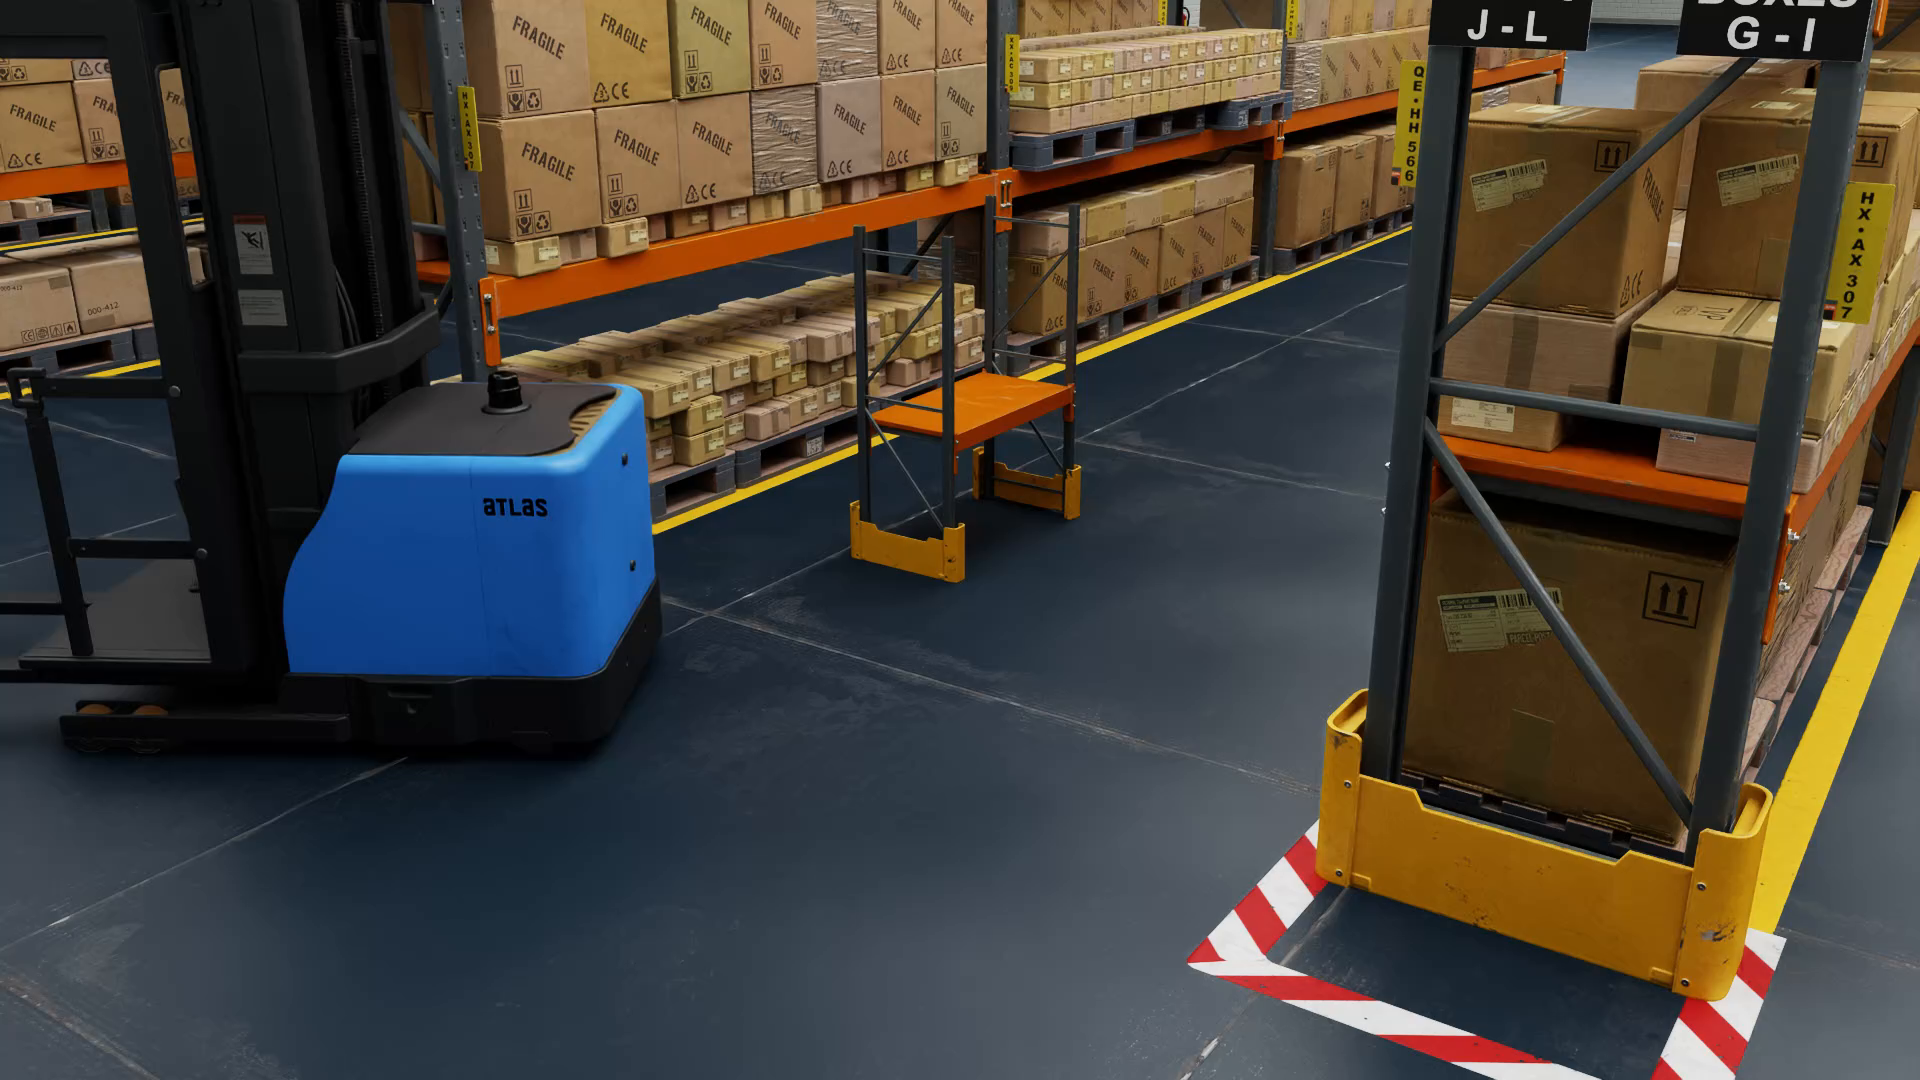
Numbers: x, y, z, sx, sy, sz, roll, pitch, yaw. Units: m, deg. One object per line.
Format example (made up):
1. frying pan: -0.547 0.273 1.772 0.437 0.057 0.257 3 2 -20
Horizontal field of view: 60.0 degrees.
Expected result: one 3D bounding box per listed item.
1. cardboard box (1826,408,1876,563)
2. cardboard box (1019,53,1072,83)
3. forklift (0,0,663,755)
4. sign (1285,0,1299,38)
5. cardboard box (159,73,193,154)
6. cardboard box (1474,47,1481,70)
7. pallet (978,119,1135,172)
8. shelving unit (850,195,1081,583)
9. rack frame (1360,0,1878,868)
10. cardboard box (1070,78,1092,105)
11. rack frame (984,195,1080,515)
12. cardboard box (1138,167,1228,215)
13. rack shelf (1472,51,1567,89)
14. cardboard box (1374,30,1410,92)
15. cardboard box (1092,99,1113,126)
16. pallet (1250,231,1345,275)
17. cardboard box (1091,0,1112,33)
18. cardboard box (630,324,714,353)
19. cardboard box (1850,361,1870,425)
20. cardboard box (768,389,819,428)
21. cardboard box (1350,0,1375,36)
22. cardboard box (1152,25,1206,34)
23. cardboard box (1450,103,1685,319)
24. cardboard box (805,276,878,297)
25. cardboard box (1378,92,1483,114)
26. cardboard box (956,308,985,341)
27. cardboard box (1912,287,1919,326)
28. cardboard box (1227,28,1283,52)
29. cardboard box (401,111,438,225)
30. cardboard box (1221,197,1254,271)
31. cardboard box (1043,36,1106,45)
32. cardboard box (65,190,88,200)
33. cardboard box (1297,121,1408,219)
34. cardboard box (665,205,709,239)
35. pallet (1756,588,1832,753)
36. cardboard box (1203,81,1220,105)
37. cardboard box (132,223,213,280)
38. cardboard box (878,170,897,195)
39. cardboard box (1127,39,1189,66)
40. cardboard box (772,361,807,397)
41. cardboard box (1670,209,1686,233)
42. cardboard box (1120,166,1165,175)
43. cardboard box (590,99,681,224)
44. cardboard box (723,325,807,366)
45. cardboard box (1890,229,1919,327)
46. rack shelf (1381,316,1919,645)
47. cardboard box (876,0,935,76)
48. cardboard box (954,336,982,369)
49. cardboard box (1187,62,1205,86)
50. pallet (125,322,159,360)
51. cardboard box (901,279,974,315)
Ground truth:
1. cardboard box: 3.457 -0.511 7.279 0.875 0.875 0.875 13 24 32
2. cardboard box: 0.451 -2.862 10.077 0.380 0.149 0.250 15 25 35
3. forklift: -2.706 -0.815 5.743 3.031 2.935 1.130 1 20 2
4. sign: 2.551 -4.031 12.783 0.100 0.325 0.005 13 24 32
5. cardboard box: -5.213 -2.838 10.968 0.500 0.500 0.500 14 25 34
6. cardboard box: 4.834 -5.116 17.057 0.875 0.550 0.550 13 24 32
7. pallet: 0.399 -2.581 10.696 1.003 0.211 1.213 13 24 32
8. shelving unit: 0.043 -0.725 7.564 0.587 1.500 1.083 13 24 32
9. rack frame: 1.645 -0.336 4.351 1.000 3.000 0.127 13 24 32
10. cardboard box: 0.595 -2.797 10.331 0.380 0.149 0.250 13 24 31
11. rack frame: 0.334 -0.874 7.965 0.500 1.500 0.032 13 24 32
12. cardboard box: 1.655 -2.610 12.414 0.500 0.250 0.500 14 24 33
13. rack shelf: 5.470 -5.012 18.028 1.077 0.370 4.000 13 24 32
14. cardboard box: 3.706 -4.331 15.005 0.500 0.500 0.500 14 24 32
15. cardboard box: 0.745 -2.734 10.590 0.380 0.149 0.250 13 24 32
16. pallet: 2.603 -2.532 14.305 1.003 0.211 1.213 13 24 32
17. cardboard box: 1.497 -6.409 20.196 0.500 0.500 0.500 14 24 32
18. cardboard box: -1.540 -1.037 8.890 0.380 0.149 0.250 12 24 30
19. cardboard box: 2.550 -0.479 5.097 0.380 0.149 0.250 13 24 31
20. cardboard box: -0.982 -0.727 8.910 0.380 0.149 0.250 13 24 32
21. cardboard box: 3.215 -4.710 14.590 0.700 0.500 0.500 13 24 31
22. cardboard box: 1.675 -3.890 12.857 0.380 0.149 0.250 13 24 32
23. cardboard box: 1.702 -0.948 4.711 0.500 0.500 0.500 14 24 32
24. cardboard box: -0.720 -1.493 10.125 0.380 0.149 0.250 15 25 34
25. cardboard box: 4.757 -4.143 17.099 0.875 0.875 0.875 14 24 33
26. cardboard box: -0.065 -1.327 10.105 0.380 0.149 0.250 14 24 33
27. cardboard box: 3.415 -0.919 6.289 0.380 0.149 0.250 14 24 33
28. cardboard box: 2.201 -3.756 12.495 0.380 0.149 0.250 12 24 30
29. cardboard box: -2.360 -1.698 7.459 0.500 0.500 0.500 14 24 33
30. cardboard box: 1.944 -2.413 12.962 0.500 0.500 0.500 13 24 32
31. cardboard box: 0.797 -3.443 11.649 0.380 0.149 0.250 13 24 31
32. cardboard box: -8.378 -3.607 16.190 0.500 0.500 0.500 13 24 32
33. cardboard box: 3.526 -3.446 15.394 1.050 0.750 0.750 13 24 32
34. cardboard box: -1.437 -1.566 8.037 0.380 0.149 0.250 13 24 31
35. pallet: 2.717 0.378 6.438 1.003 0.211 1.213 13 24 32
36. cardboard box: 1.622 -3.183 11.803 0.380 0.149 0.250 12 23 29
37. cardboard box: -5.246 -1.996 11.925 0.875 0.438 0.875 12 24 30
38. cardboard box: -0.574 -2.014 9.248 0.380 0.149 0.250 13 24 30
39. cardboard box: 1.325 -3.311 11.292 0.380 0.149 0.250 14 25 33
40. cardboard box: -1.045 -0.896 8.939 0.380 0.149 0.250 15 25 34
41. cardboard box: 2.559 -1.038 6.035 0.500 0.250 0.500 13 24 32
42. cardboard box: 1.225 -2.708 12.680 0.500 0.250 0.500 13 24 31
43. cardboard box: -1.639 -1.753 7.606 0.500 0.500 0.500 13 24 32
44. cardboard box: -1.039 -1.028 8.867 0.380 0.149 0.250 13 24 32
45. cardboard box: 3.000 -0.935 5.757 0.500 0.250 0.500 13 24 31
46. rack shelf: 2.770 -0.573 6.027 1.077 0.370 4.000 13 24 32
47. cardboard box: -0.478 -2.799 8.993 0.500 0.500 0.500 12 24 30
48. cardboard box: -0.090 -1.161 10.085 0.380 0.149 0.250 14 24 32
49. cardboard box: 1.473 -3.246 11.544 0.380 0.149 0.250 14 24 33
50. pallet: -5.479 -1.554 11.663 1.003 0.211 1.213 13 24 32
51. cardboard box: -0.136 -1.466 10.052 0.380 0.149 0.250 14 25 33
